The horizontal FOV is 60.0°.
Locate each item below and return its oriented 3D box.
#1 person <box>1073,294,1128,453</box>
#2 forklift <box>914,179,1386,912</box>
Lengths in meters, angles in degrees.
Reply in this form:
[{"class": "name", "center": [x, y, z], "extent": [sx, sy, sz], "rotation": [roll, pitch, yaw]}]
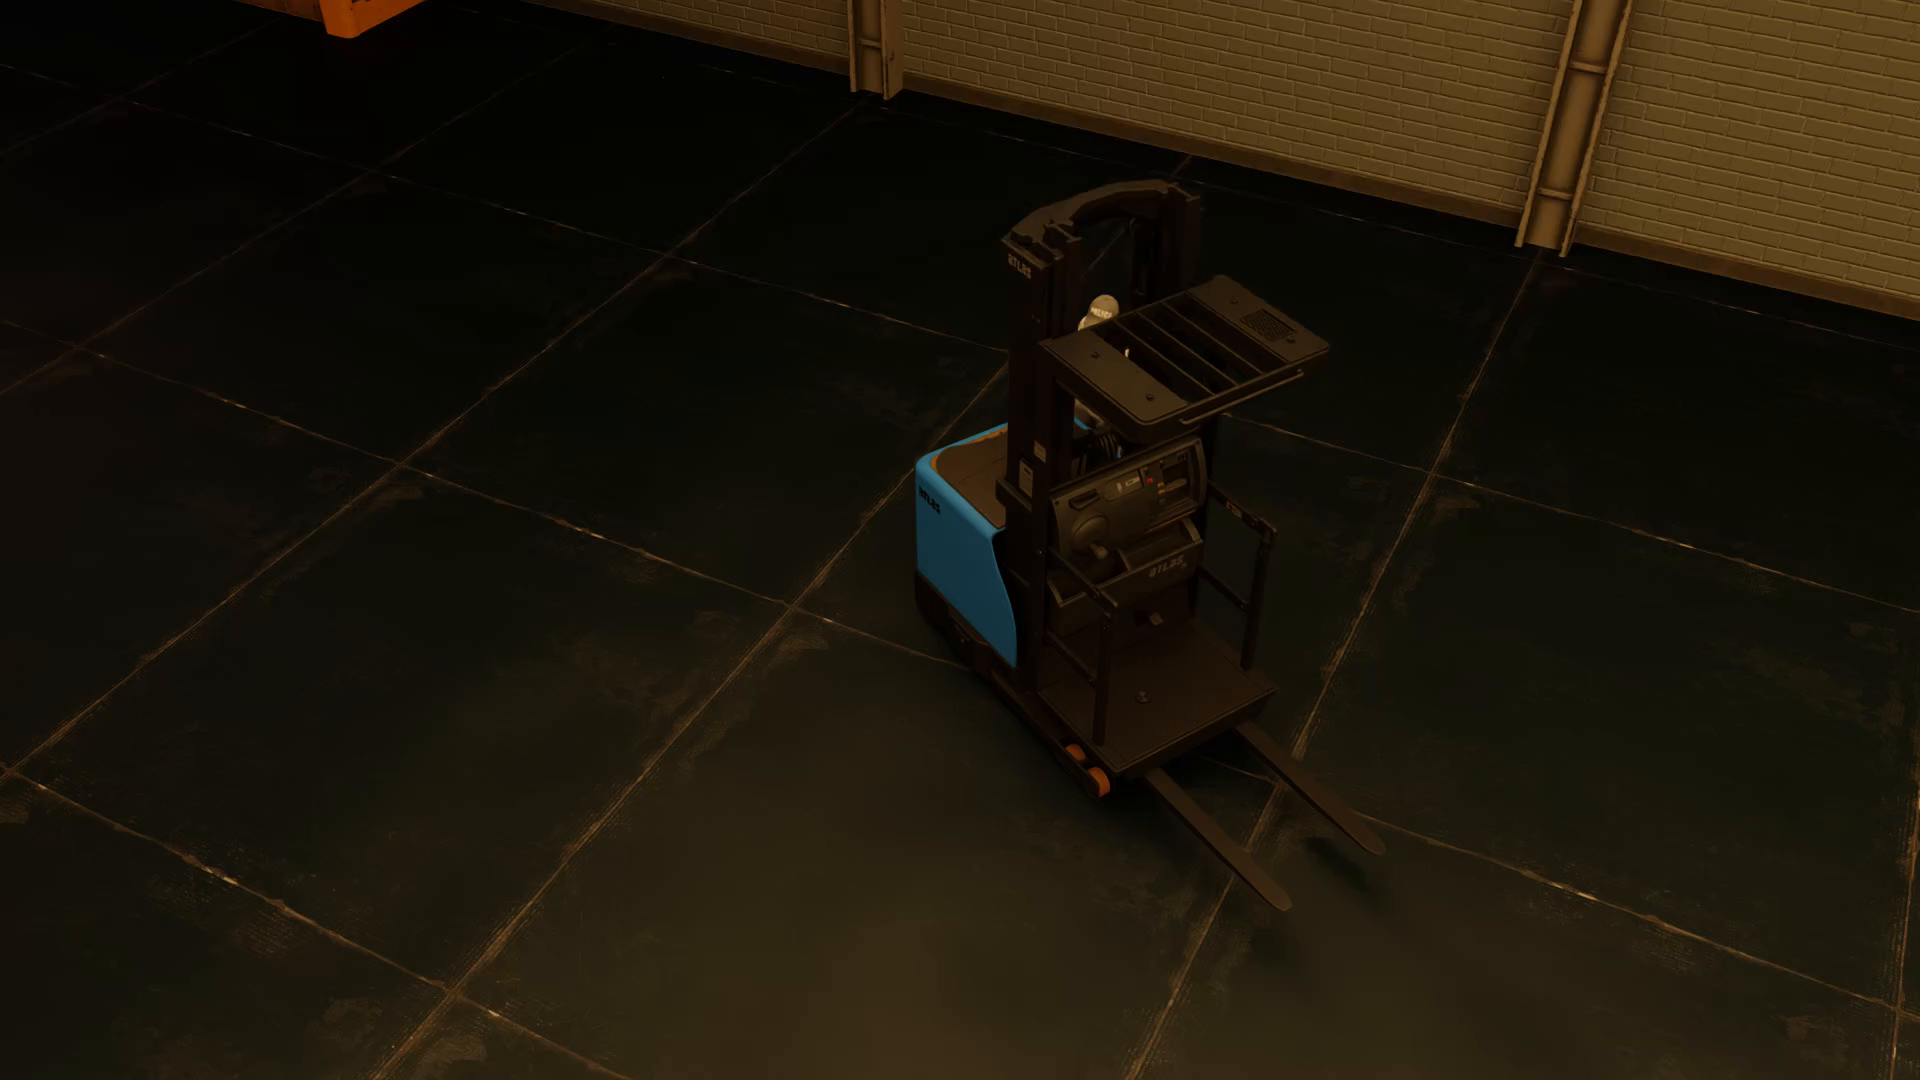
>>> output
[{"class": "person", "center": [0.865, -0.767, 9.916], "extent": [0.470, 1.637, 0.816], "rotation": [-31, 49, -32]}, {"class": "forklift", "center": [0.968, -0.129, 8.140], "extent": [1.130, 2.935, 3.031], "rotation": [-23, 45, -25]}]
